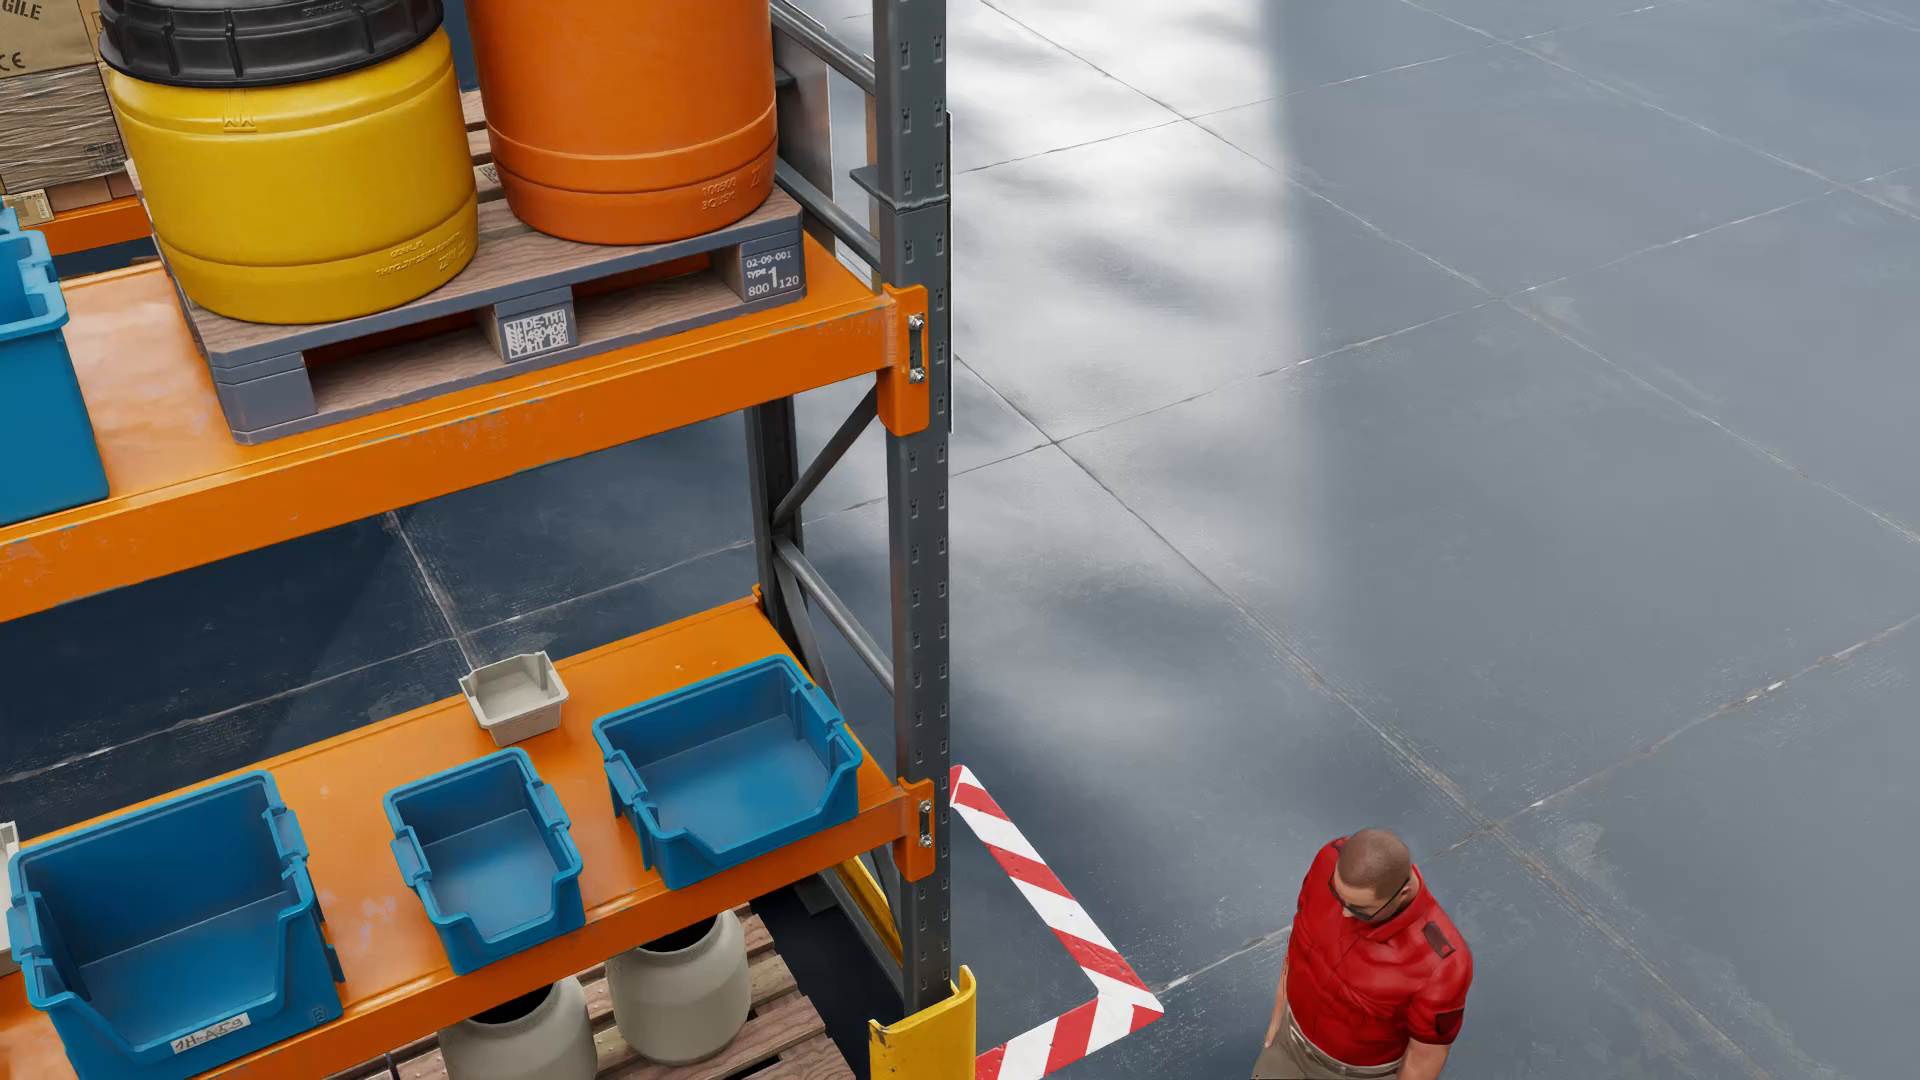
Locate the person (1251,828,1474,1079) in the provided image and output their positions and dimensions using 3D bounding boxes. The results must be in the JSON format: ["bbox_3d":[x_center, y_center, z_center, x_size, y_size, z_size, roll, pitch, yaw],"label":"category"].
[{"bbox_3d":[1.019,1.356,4.366,0.377,1.704,0.544,-18,40,-23],"label":"person"}]
